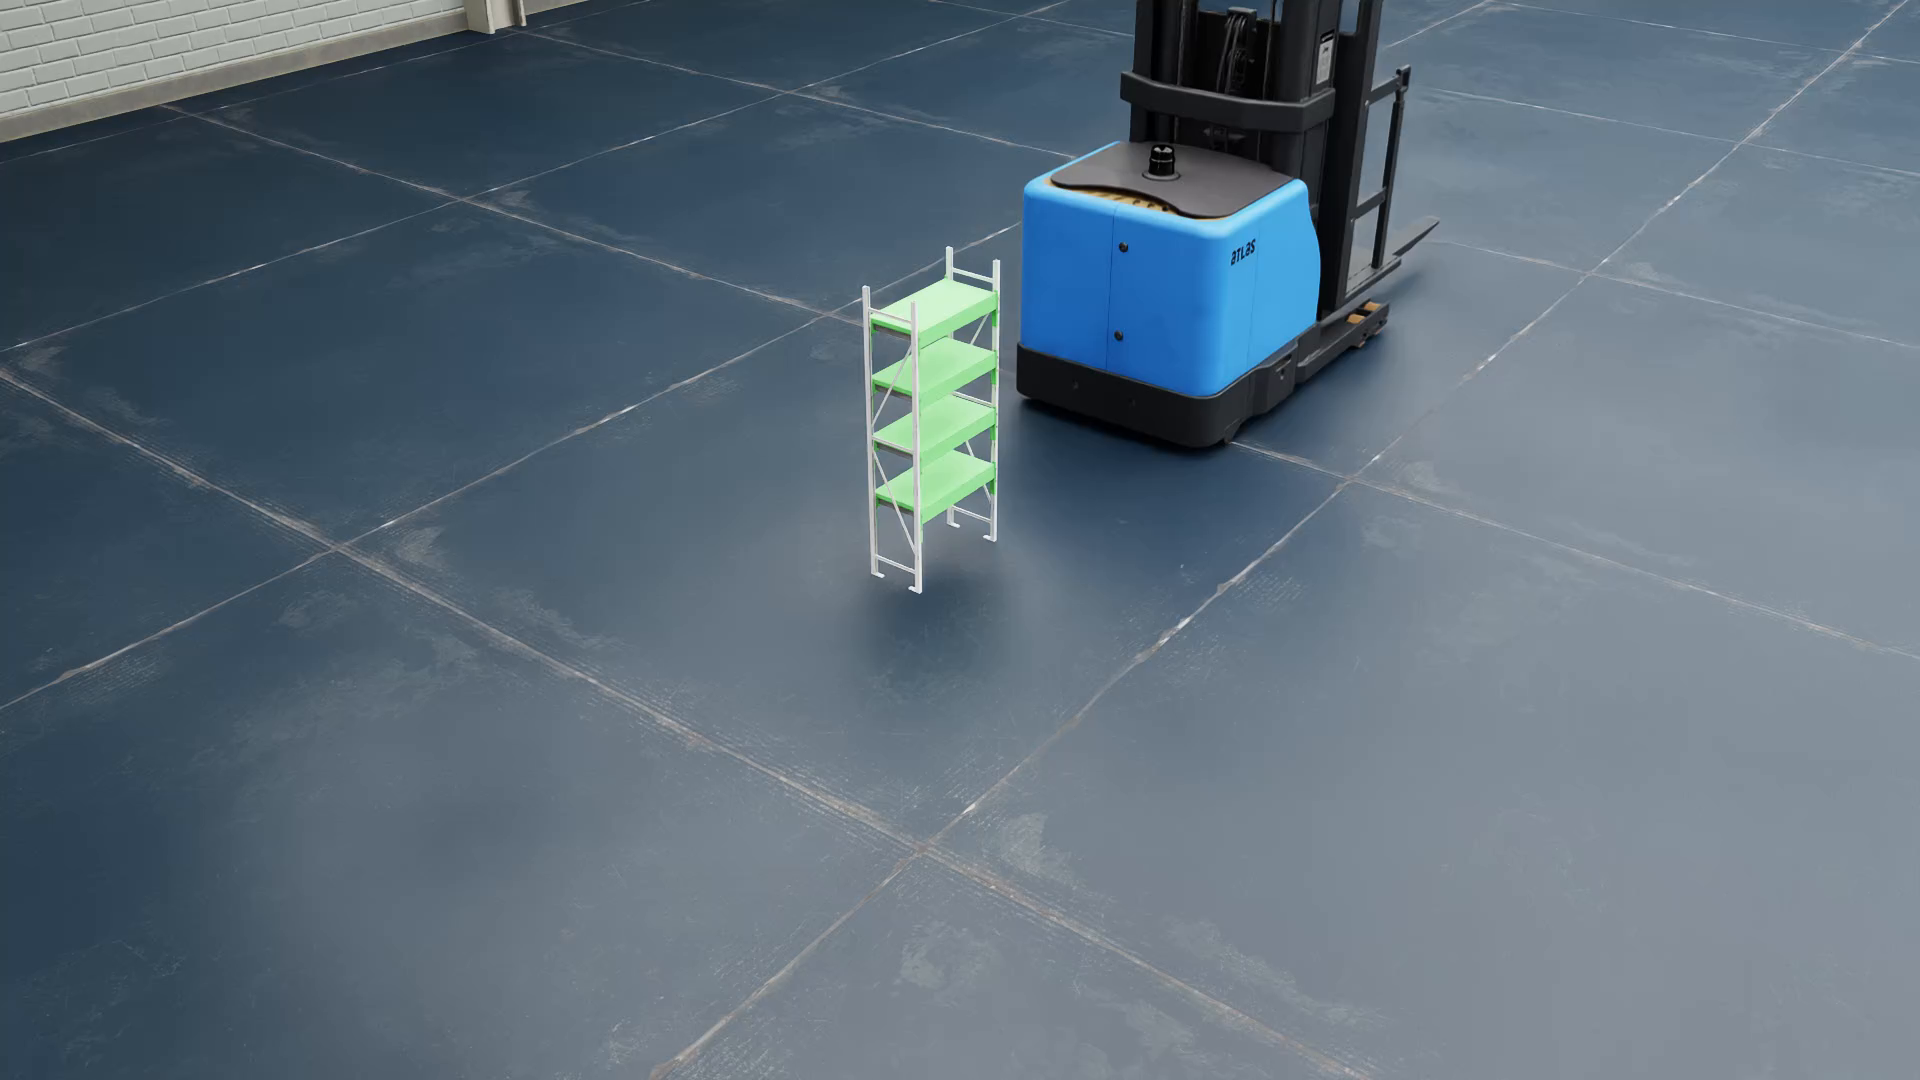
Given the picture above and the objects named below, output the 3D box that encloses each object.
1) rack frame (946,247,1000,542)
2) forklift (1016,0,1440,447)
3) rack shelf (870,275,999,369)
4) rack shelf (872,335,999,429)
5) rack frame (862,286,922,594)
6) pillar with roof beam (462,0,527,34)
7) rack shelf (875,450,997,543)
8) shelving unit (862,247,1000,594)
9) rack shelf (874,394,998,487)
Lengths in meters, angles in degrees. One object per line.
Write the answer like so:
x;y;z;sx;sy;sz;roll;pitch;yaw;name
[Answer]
0.047;-0.548;6.498;0.240;1.200;0.015;21;37;31;rack frame
1.541;-2.363;7.863;1.130;2.935;3.031;21;36;31;forklift
-0.100;-0.807;6.118;0.258;0.148;0.480;21;37;31;rack shelf
-0.100;-0.600;6.241;0.258;0.148;0.480;21;37;31;rack shelf
-0.247;-0.350;6.163;0.240;1.200;0.015;21;37;31;rack frame
-0.492;-6.894;9.556;9.100;9.000;0.400;21;37;31;pillar with roof beam
-0.100;-0.187;6.486;0.258;0.148;0.480;21;37;31;rack shelf
-0.100;-0.449;6.331;0.258;1.200;0.503;21;37;31;shelving unit
-0.100;-0.394;6.363;0.258;0.148;0.480;21;37;31;rack shelf
